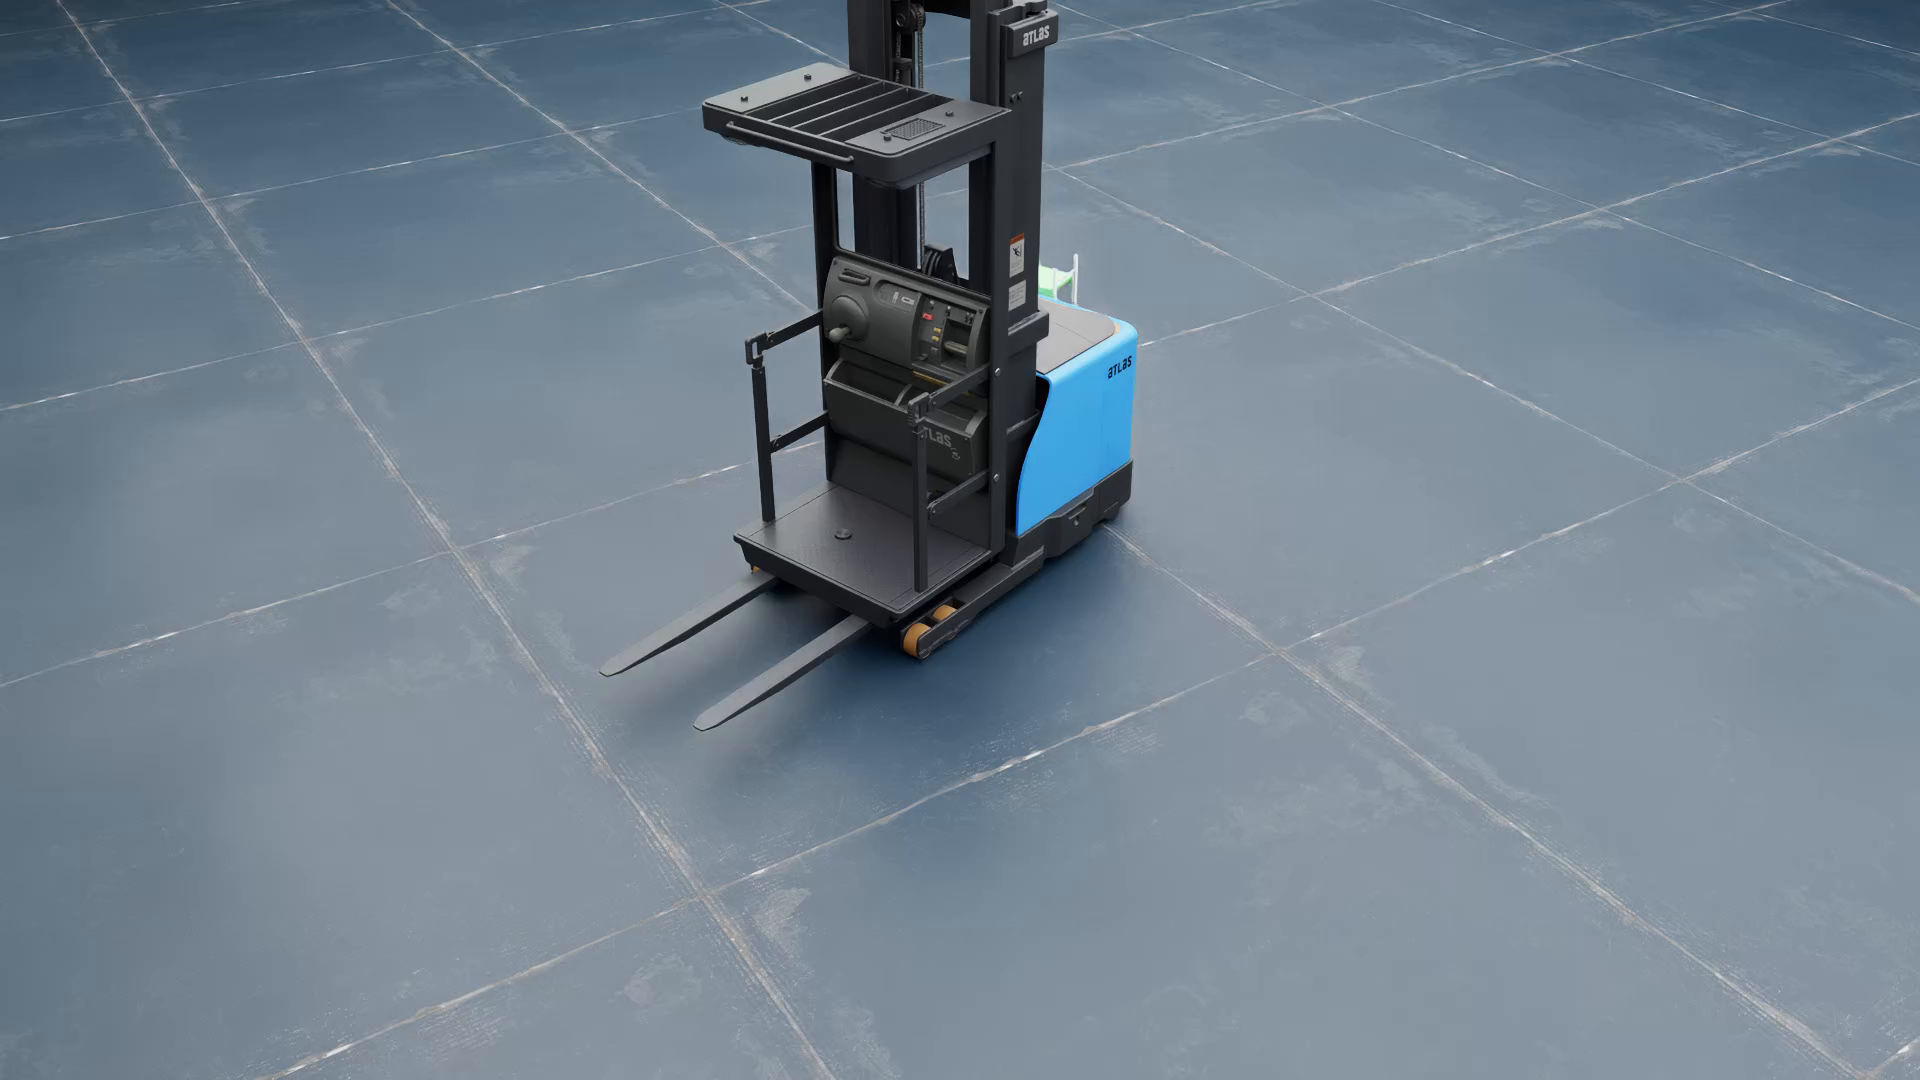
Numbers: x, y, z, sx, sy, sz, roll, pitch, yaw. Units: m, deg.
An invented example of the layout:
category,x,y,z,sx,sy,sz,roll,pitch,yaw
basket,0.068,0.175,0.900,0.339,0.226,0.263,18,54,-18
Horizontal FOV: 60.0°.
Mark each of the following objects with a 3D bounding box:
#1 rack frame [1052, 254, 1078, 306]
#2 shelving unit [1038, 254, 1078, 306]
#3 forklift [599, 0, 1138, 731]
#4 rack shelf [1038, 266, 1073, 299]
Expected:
category,x,y,z,sx,sy,sz,roll,pitch,yaw
rack frame,0.564,-0.974,9.168,0.015,1.200,0.240,20,38,28
shelving unit,0.361,-1.047,9.283,0.503,1.200,0.258,20,38,28
forklift,-0.397,-0.980,7.556,1.130,2.935,3.031,23,39,32
rack shelf,0.360,-1.397,9.059,0.480,0.148,0.258,20,38,28
